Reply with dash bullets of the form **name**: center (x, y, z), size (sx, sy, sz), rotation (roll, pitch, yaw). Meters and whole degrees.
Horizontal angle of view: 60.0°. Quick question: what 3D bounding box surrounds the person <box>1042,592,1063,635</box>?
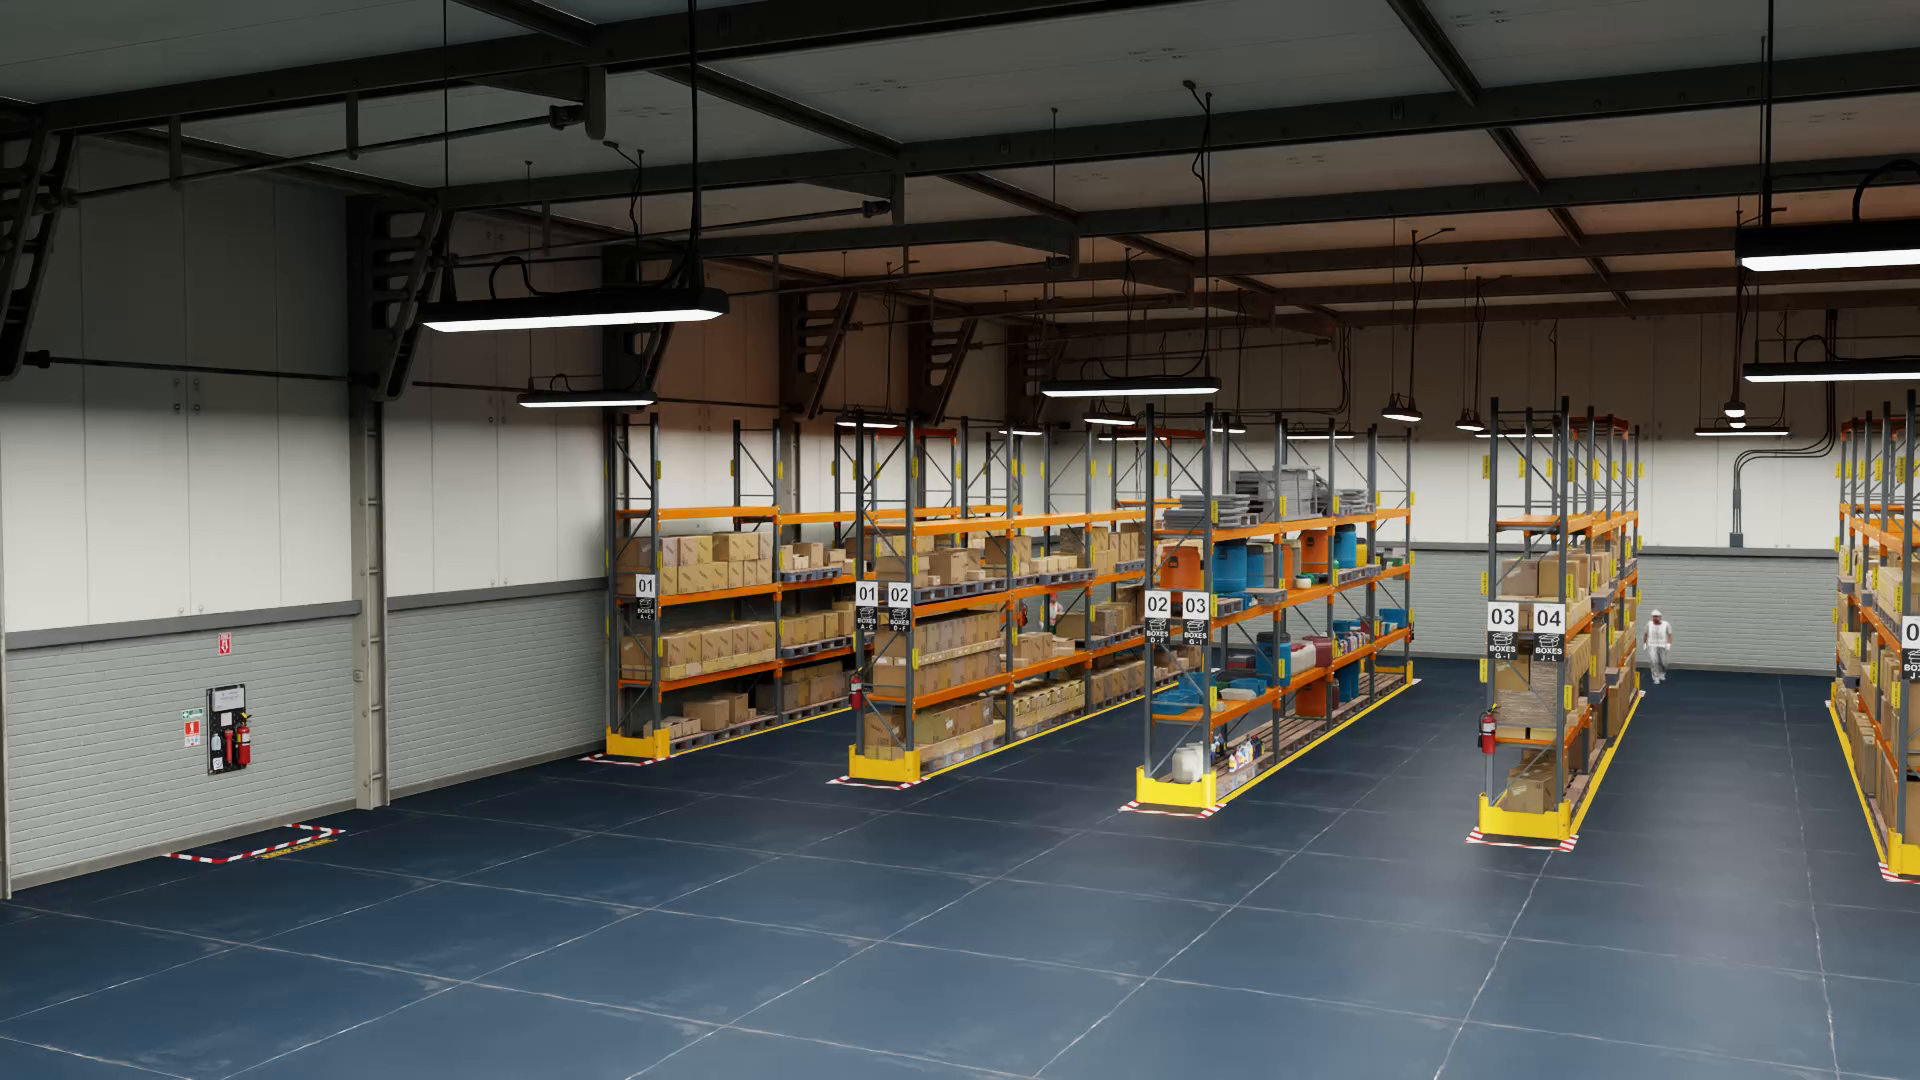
- **person**: center (2.469, 2.252, 44.116), size (0.554, 1.721, 1.094), rotation (0, 2, -9)

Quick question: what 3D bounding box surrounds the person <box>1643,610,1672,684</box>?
- **person**: center (16.423, 2.499, 39.130), size (0.622, 1.708, 0.905), rotation (1, 3, 22)
